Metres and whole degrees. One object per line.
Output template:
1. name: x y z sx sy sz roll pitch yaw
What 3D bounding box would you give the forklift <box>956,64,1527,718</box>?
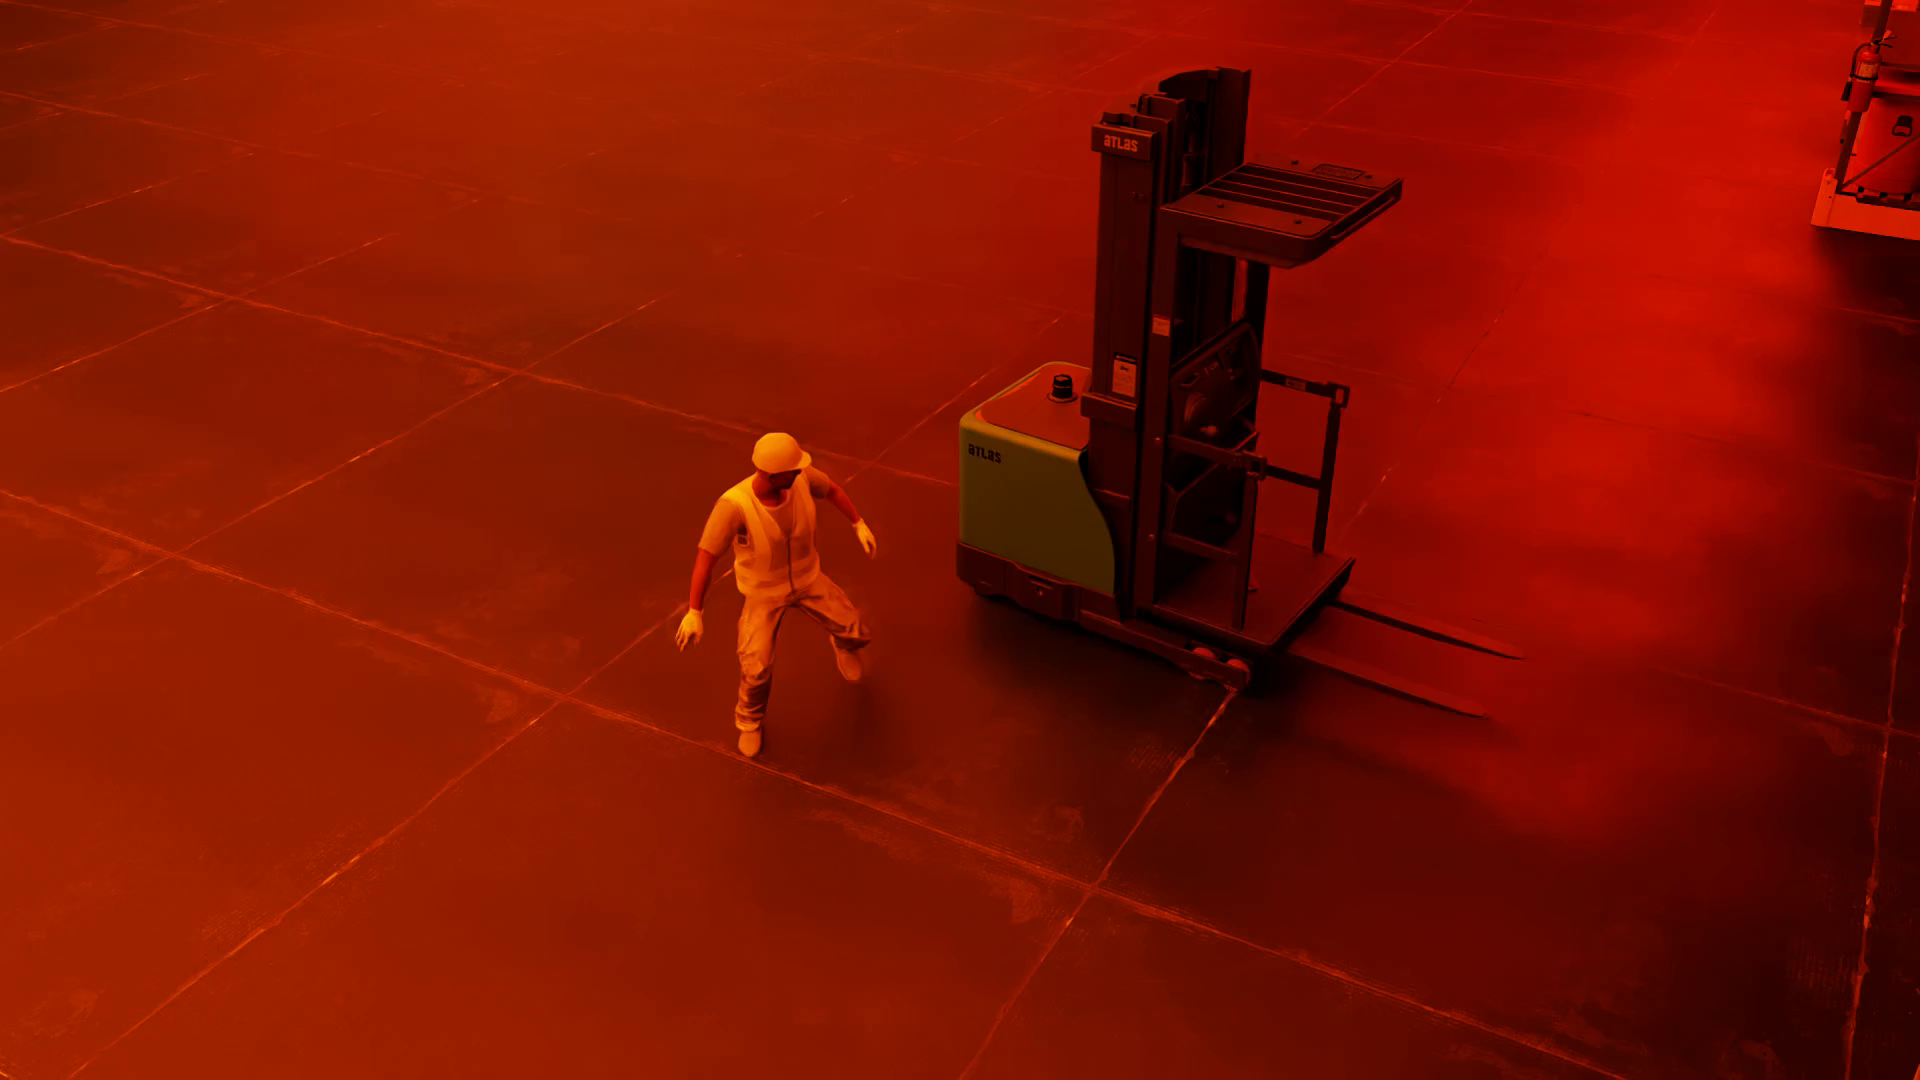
1. forklift: 1.481 -0.785 8.430 3.031 2.935 1.130 19 35 30

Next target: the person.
1. person: -0.876 0.217 8.029 1.121 1.653 0.510 -17 34 -26
